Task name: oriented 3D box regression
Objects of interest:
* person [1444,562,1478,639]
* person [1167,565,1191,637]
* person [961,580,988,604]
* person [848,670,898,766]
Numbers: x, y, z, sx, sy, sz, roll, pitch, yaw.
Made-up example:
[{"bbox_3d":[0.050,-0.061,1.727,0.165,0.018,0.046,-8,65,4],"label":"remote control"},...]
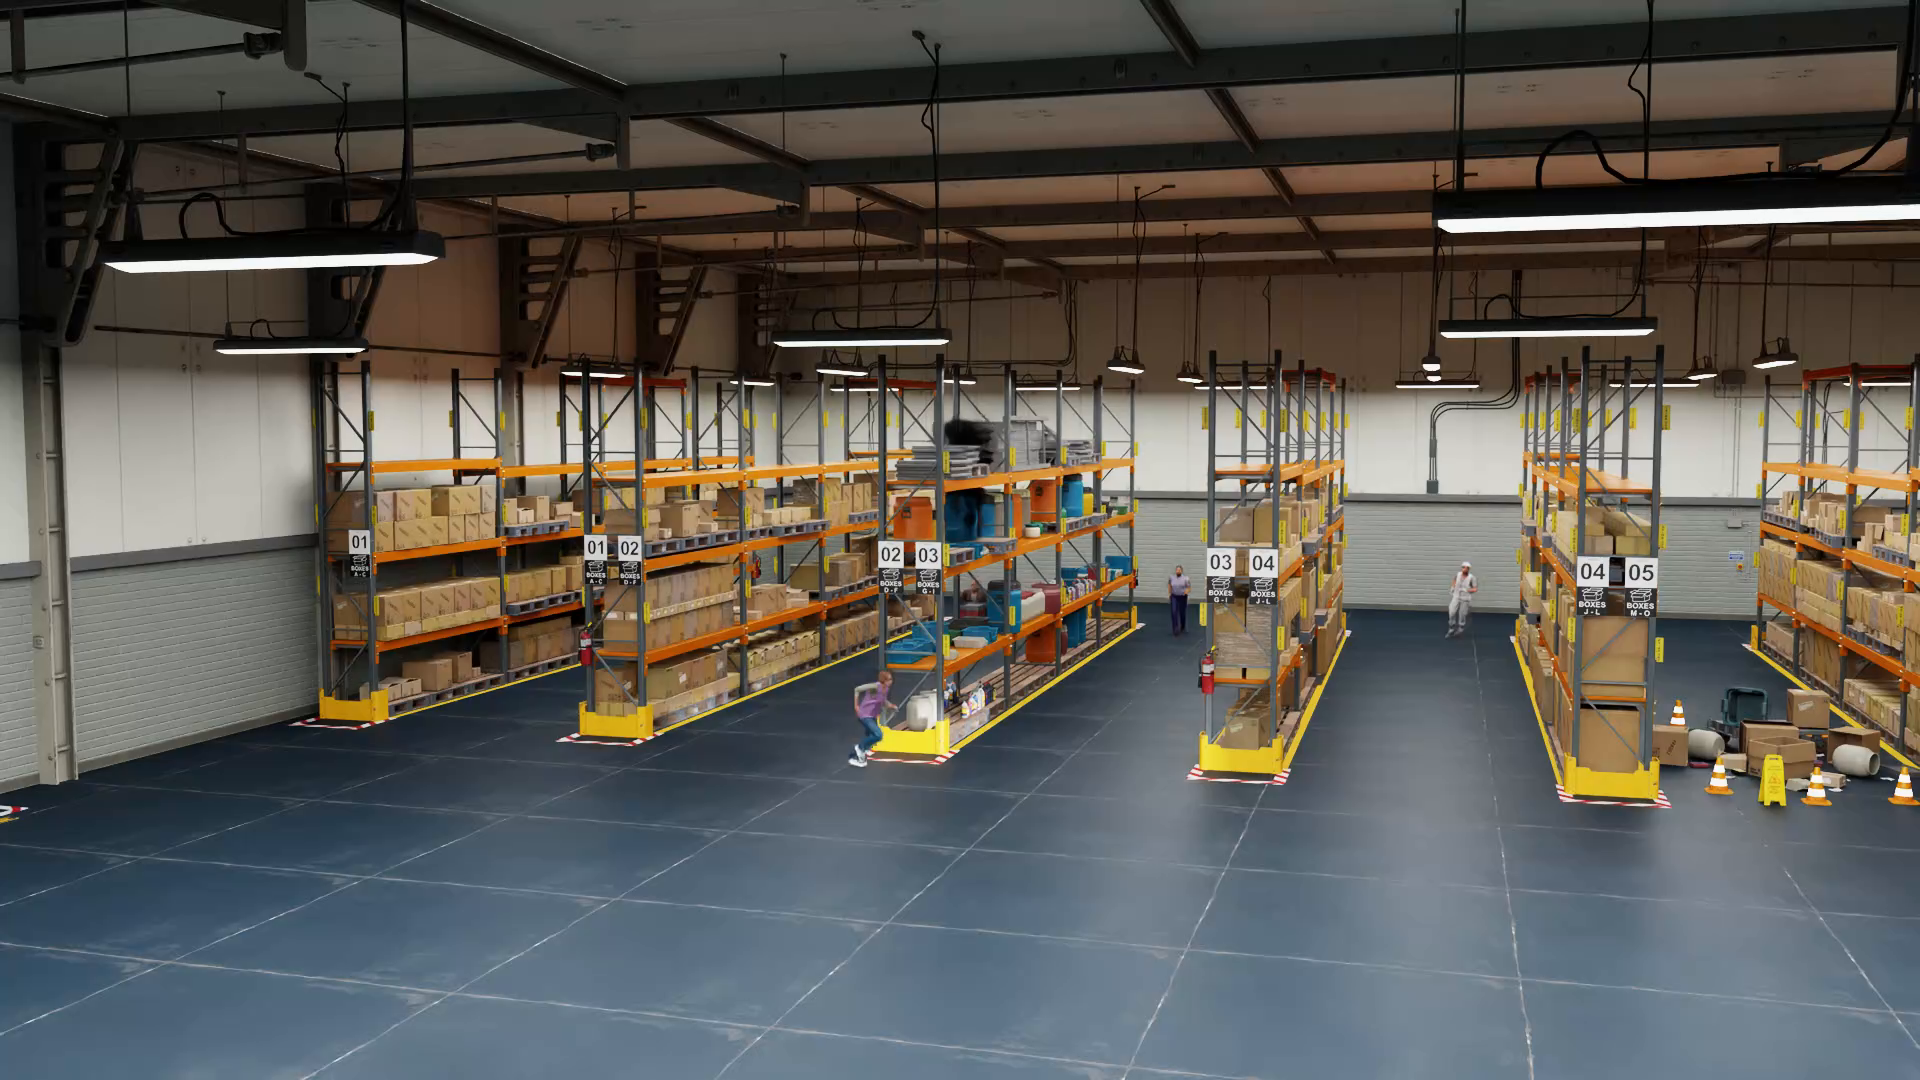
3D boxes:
[{"bbox_3d":[11.597,1.393,38.297,0.708,1.812,0.708,3,5,35],"label":"person"},{"bbox_3d":[5.142,1.410,39.047,0.551,1.661,0.886,1,4,8],"label":"person"},{"bbox_3d":[0.345,1.660,35.118,0.707,1.712,0.792,1,4,14],"label":"person"},{"bbox_3d":[-1.284,2.575,23.898,0.827,1.434,0.576,3,5,32],"label":"person"}]
